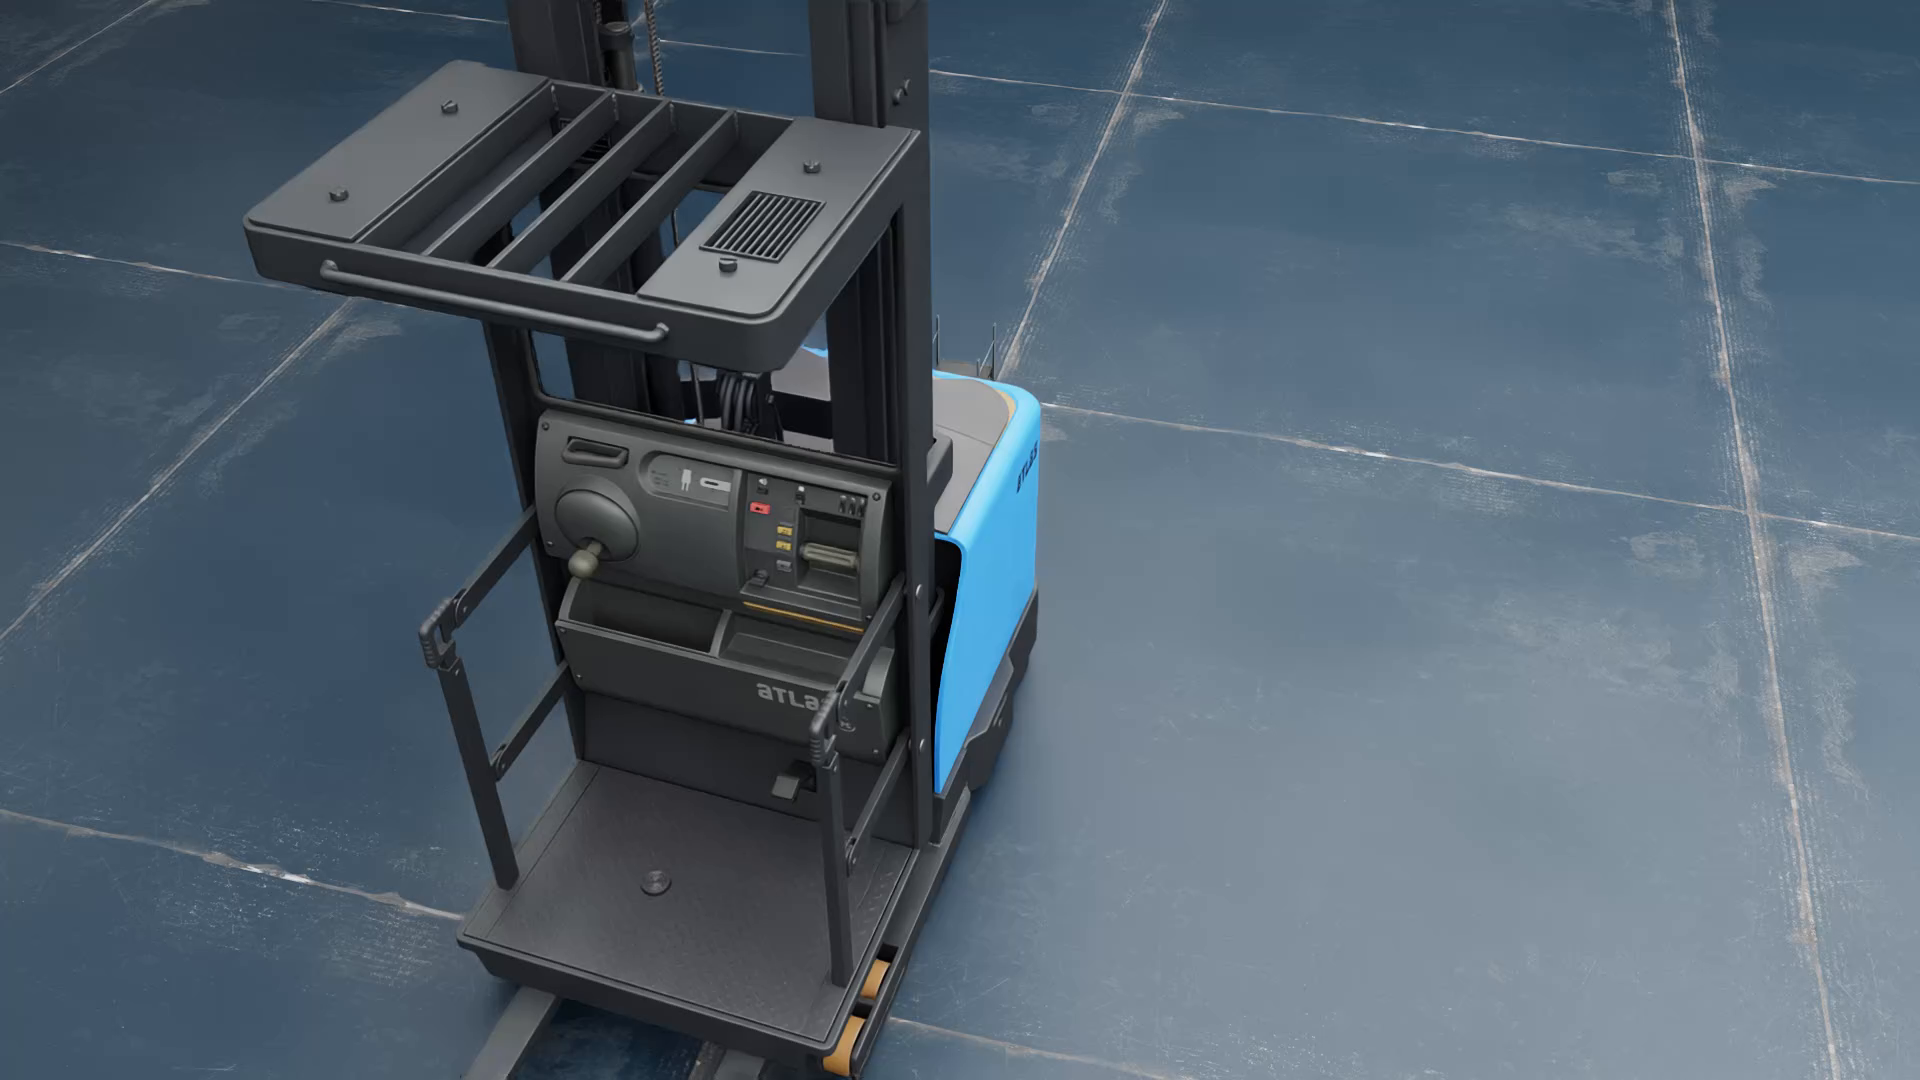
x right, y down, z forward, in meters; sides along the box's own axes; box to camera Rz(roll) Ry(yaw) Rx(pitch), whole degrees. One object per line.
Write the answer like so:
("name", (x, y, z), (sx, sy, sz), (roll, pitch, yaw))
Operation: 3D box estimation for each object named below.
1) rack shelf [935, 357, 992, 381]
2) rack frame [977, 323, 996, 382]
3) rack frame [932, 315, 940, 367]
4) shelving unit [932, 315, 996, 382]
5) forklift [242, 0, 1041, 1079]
("rack shelf", (-0.008, -0.527, 5.810), (0.200, 0.077, 0.258), (10, 41, 11))
("rack frame", (0.090, -0.329, 5.942), (0.006, 0.900, 0.240), (10, 41, 11))
("rack frame", (-0.106, -0.363, 5.982), (0.006, 0.900, 0.240), (10, 41, 11))
("shelving unit", (-0.008, -0.346, 5.962), (0.210, 0.900, 0.258), (10, 41, 11))
("forklift", (-0.688, 0.032, 3.933), (1.130, 2.935, 3.031), (12, 42, 14))
